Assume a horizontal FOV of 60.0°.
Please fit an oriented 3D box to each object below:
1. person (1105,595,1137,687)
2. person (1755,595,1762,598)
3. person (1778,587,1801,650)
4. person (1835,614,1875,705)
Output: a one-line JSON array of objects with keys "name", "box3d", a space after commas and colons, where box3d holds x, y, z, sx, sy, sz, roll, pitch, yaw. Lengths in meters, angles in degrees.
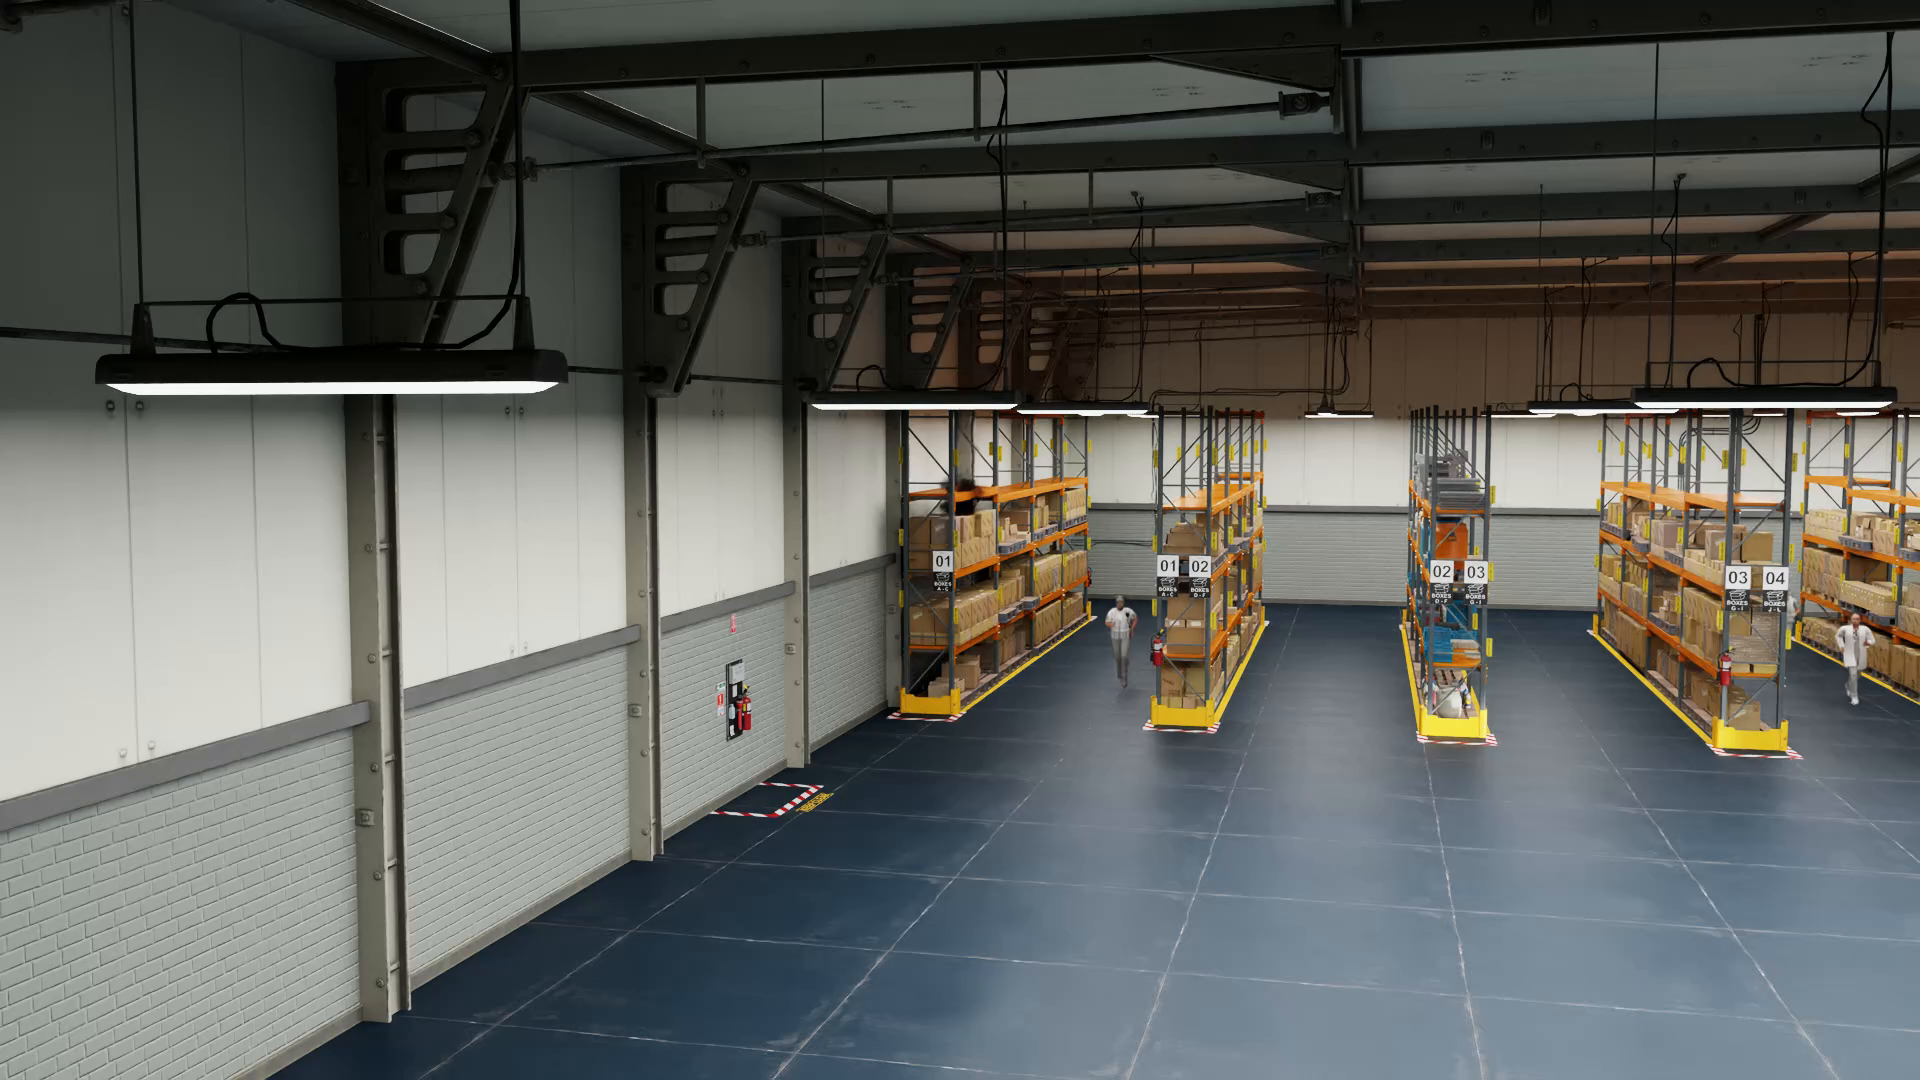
[{"name": "person", "box3d": [3.358, 2.097, 34.803, 0.640, 1.908, 0.770, 1, 4, 15]}, {"name": "person", "box3d": [20.584, 1.849, 43.313, 0.605, 1.536, 0.528, 2, 5, 29]}, {"name": "person", "box3d": [19.658, 1.974, 39.611, 0.640, 1.808, 0.903, 1, 4, 19]}, {"name": "person", "box3d": [18.259, 2.400, 33.898, 0.686, 1.804, 0.976, 1, 4, 15]}]
